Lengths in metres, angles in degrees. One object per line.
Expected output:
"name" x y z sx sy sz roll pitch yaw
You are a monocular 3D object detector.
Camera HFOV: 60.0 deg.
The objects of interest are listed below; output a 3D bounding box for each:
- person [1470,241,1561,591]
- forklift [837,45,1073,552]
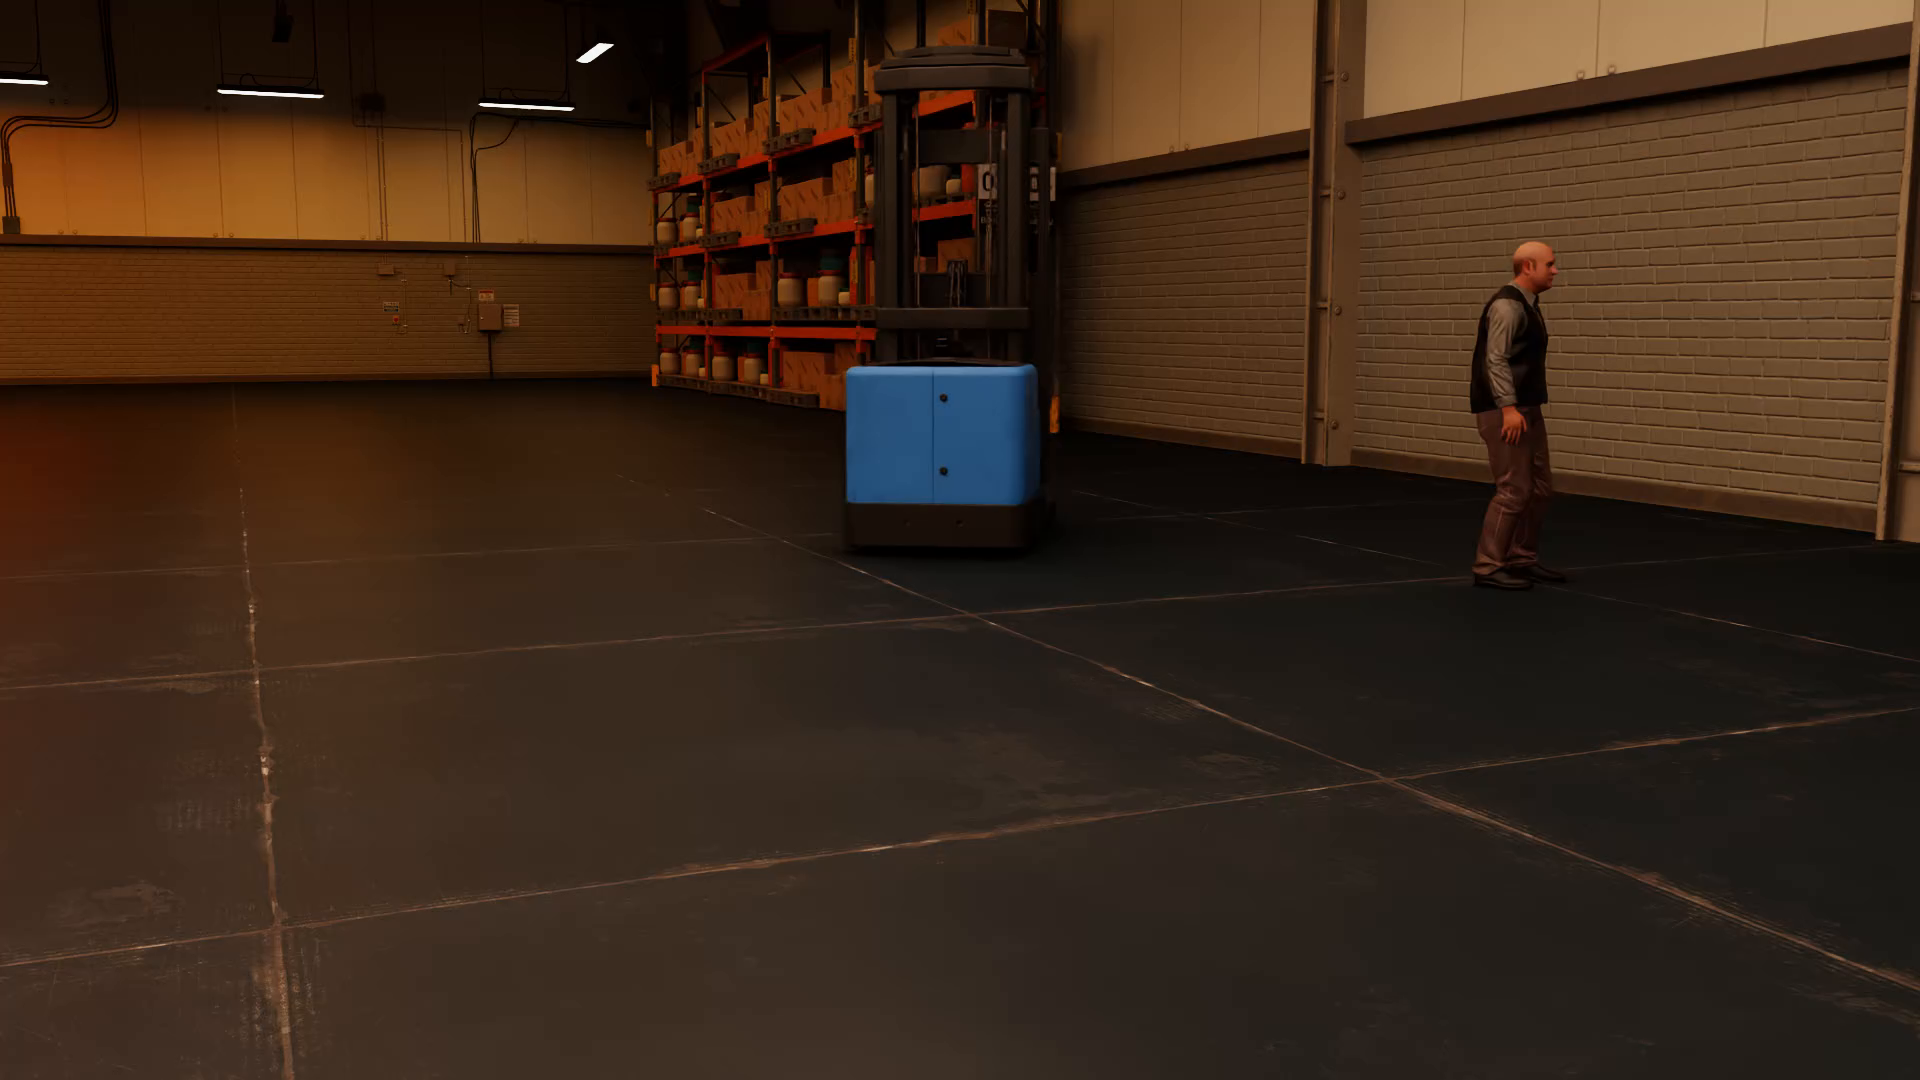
"person" 2.788 -0.630 8.369 0.429 1.718 0.582 5 9 31
"forklift" -0.176 -1.538 10.609 1.130 2.935 3.031 -2 8 -13
